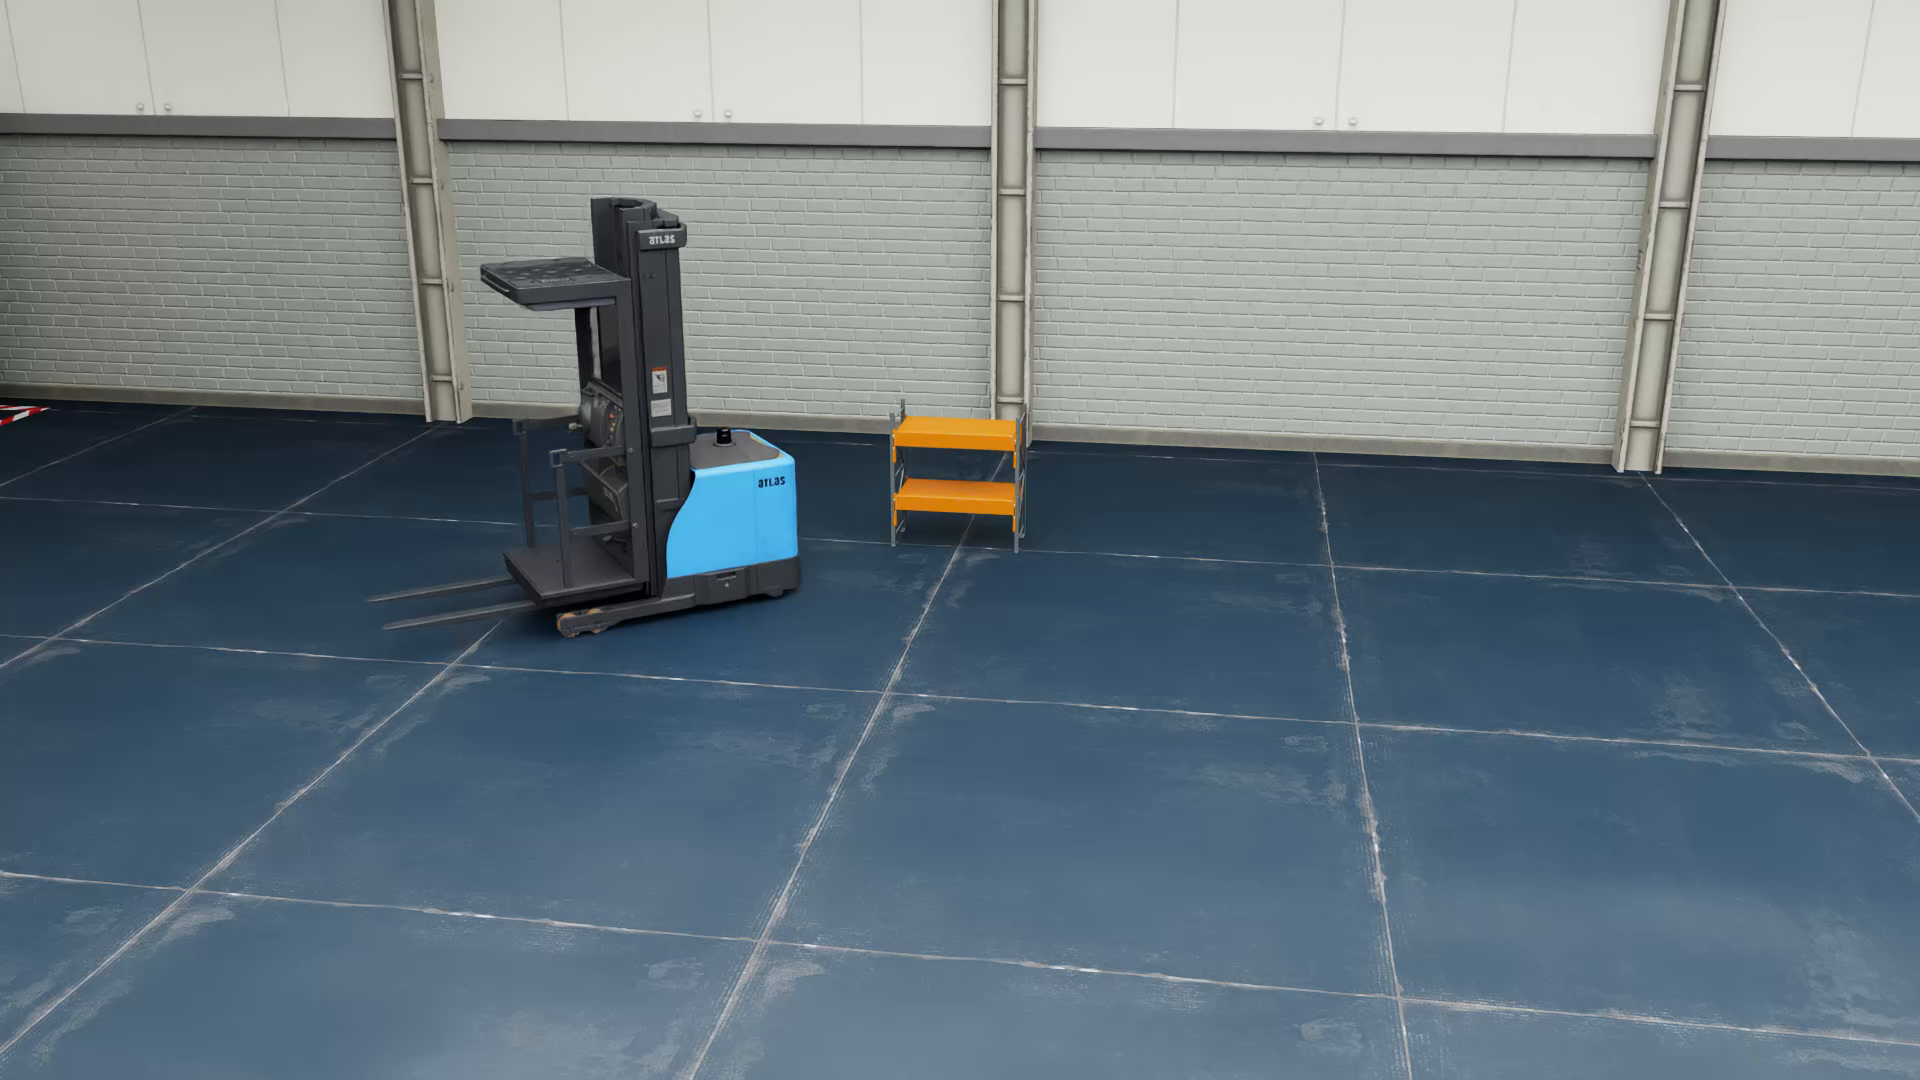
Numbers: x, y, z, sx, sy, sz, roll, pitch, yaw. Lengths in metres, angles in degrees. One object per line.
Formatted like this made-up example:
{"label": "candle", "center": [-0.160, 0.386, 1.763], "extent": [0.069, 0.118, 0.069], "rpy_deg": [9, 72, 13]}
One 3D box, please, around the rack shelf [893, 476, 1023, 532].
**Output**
{"label": "rack shelf", "center": [-0.007, -0.302, 13.703], "extent": [1.000, 0.278, 0.538], "rpy_deg": [3, 19, 9]}

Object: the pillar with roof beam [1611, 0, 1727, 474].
{"label": "pillar with roof beam", "center": [5.755, -3.600, 10.380], "extent": [0.400, 9.000, 9.100], "rpy_deg": [3, 19, 9]}

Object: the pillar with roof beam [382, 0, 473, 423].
{"label": "pillar with roof beam", "center": [-6.094, -4.204, 12.185], "extent": [0.400, 9.000, 9.100], "rpy_deg": [3, 19, 9]}

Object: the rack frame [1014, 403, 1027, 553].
{"label": "rack frame", "center": [0.495, -0.508, 13.549], "extent": [0.032, 1.125, 0.500], "rpy_deg": [3, 19, 9]}

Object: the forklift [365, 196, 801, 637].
{"label": "forklift", "center": [-2.749, -0.893, 11.853], "extent": [3.031, 2.935, 1.130], "rpy_deg": [-10, 21, -27]}

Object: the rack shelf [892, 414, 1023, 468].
{"label": "rack shelf", "center": [-0.007, -0.811, 13.533], "extent": [1.000, 0.278, 0.538], "rpy_deg": [3, 19, 9]}

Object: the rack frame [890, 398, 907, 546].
{"label": "rack frame", "center": [-0.509, -0.559, 13.702], "extent": [0.032, 1.125, 0.500], "rpy_deg": [3, 19, 9]}

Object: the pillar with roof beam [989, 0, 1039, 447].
{"label": "pillar with roof beam", "center": [-0.169, -3.902, 11.283], "extent": [0.400, 9.000, 9.100], "rpy_deg": [3, 19, 9]}

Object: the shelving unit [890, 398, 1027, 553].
{"label": "shelving unit", "center": [-0.007, -0.534, 13.626], "extent": [1.048, 1.125, 0.538], "rpy_deg": [3, 19, 9]}
